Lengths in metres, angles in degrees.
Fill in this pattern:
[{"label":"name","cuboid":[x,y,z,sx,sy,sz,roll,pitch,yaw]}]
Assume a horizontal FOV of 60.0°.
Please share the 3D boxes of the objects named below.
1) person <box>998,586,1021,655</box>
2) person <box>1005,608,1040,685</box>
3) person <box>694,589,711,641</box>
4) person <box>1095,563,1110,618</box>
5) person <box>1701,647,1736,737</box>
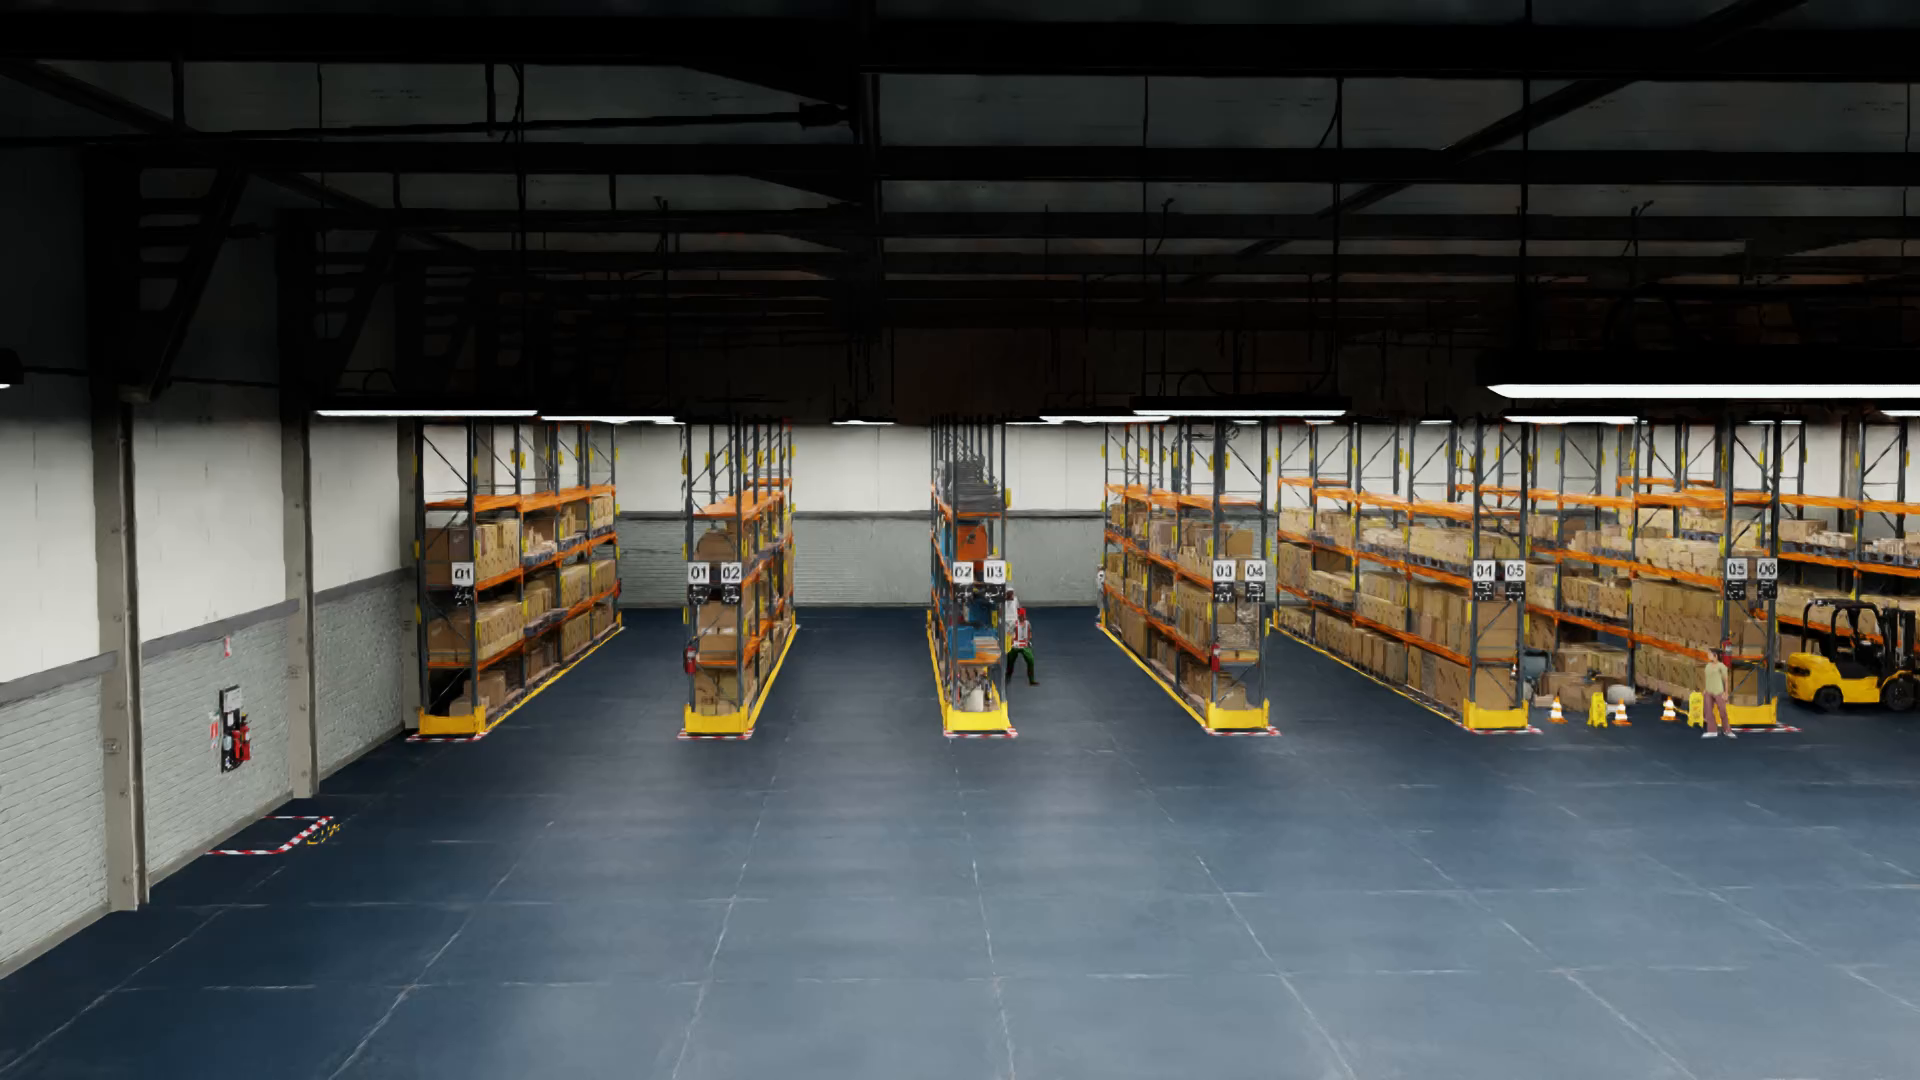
[{"label":"person","cuboid":[1.263,2.007,41.904,0.579,1.732,1.042,0,4,-3]},{"label":"person","cuboid":[1.328,2.347,36.836,0.675,1.720,0.842,-1,4,-19]},{"label":"person","cuboid":[-6.808,1.864,44.256,0.719,1.714,0.578,0,4,-4]},{"label":"person","cuboid":[4.354,1.502,49.929,0.598,1.654,0.505,-3,5,-35]},{"label":"person","cuboid":[14.004,2.810,30.705,0.543,1.664,0.565,-2,5,-31]}]
